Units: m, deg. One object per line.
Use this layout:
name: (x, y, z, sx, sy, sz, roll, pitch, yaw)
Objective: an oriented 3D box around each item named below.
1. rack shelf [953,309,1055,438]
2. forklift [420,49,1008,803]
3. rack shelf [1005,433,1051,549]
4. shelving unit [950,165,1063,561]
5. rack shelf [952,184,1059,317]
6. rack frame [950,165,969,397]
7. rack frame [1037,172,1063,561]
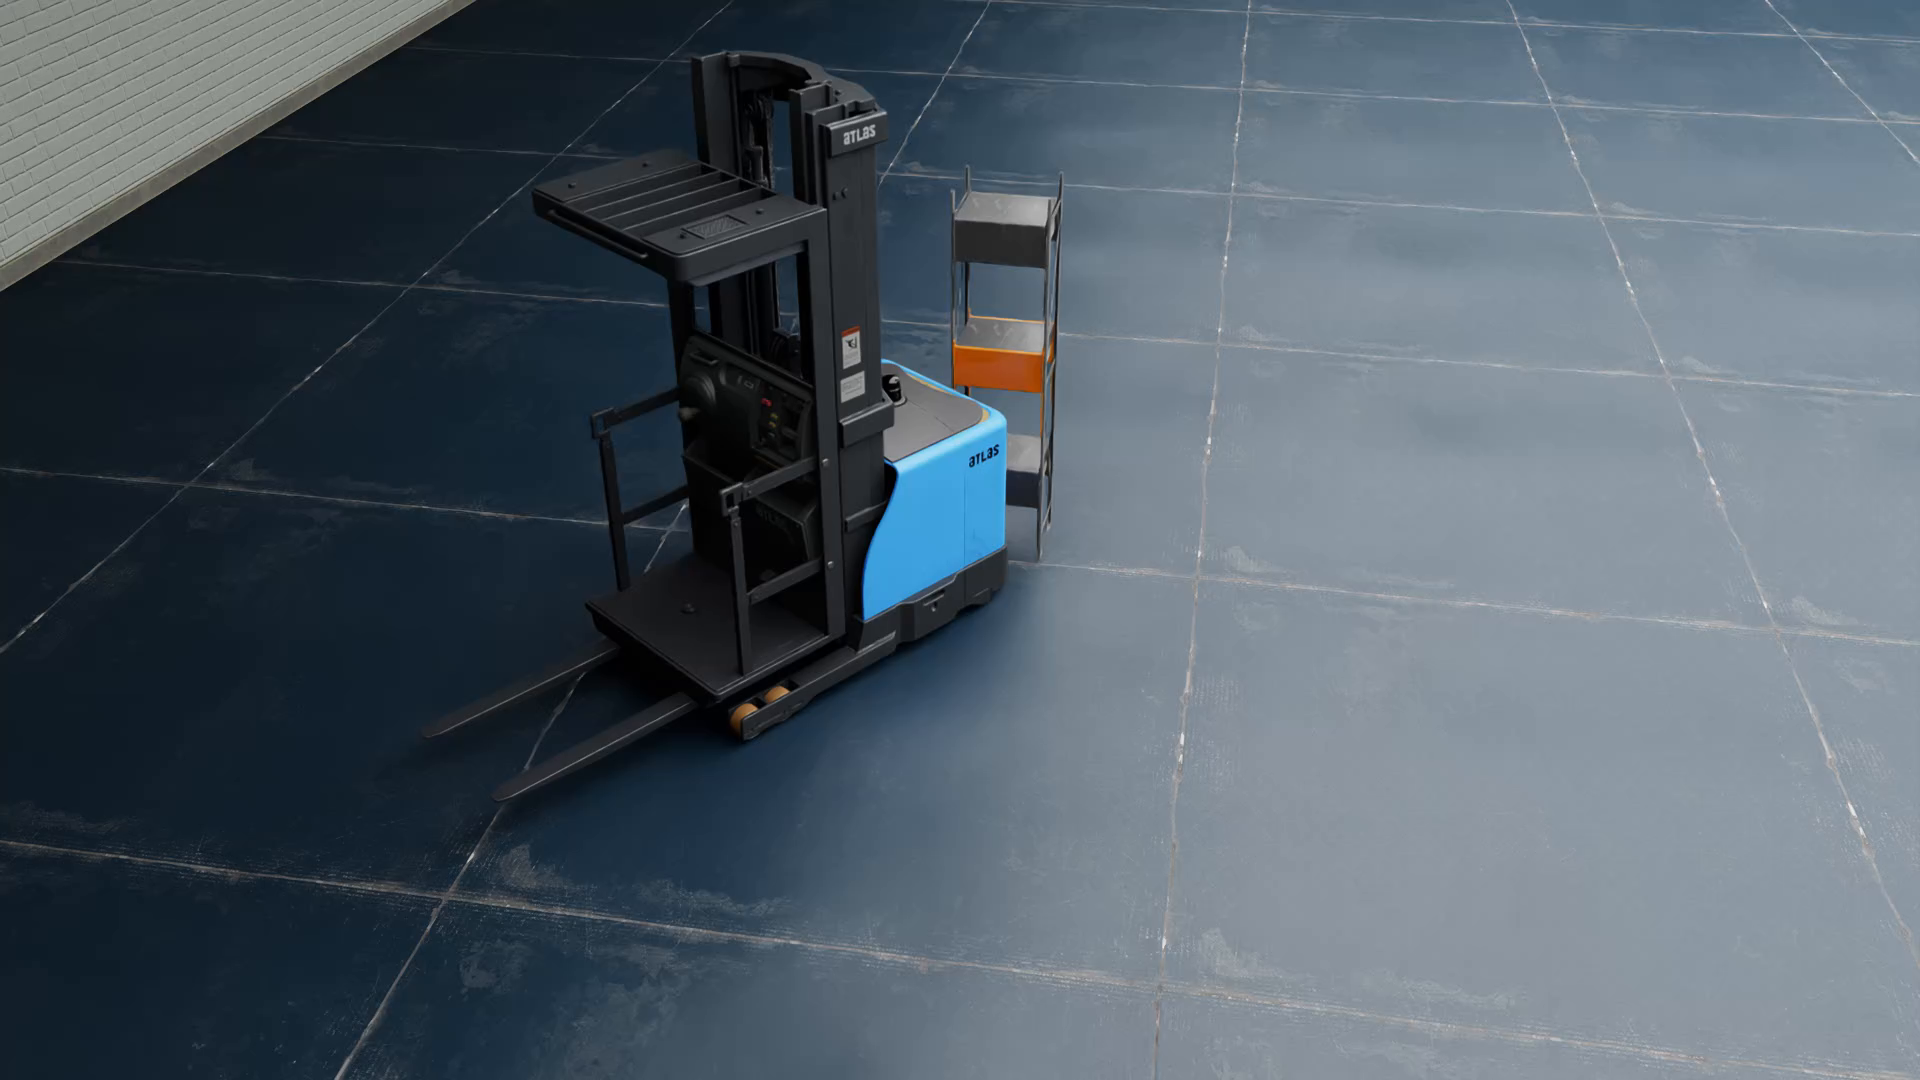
rack shelf: (0.240, -0.895, 8.901, 0.480, 0.518, 0.431, 6, 33, 10)
forklift: (-1.154, -0.606, 7.630, 3.031, 2.935, 1.130, -27, 41, -36)
rack shelf: (0.240, -0.302, 9.272, 0.480, 0.518, 0.431, 6, 33, 10)
shelving unit: (0.240, -0.907, 8.894, 0.503, 2.100, 0.431, 6, 33, 10)
rack shelf: (0.240, -1.489, 8.529, 0.480, 0.518, 0.431, 6, 33, 10)
rack frame: (0.001, -0.933, 8.936, 0.015, 2.100, 0.400, 6, 33, 10)
rack frame: (0.478, -0.880, 8.851, 0.015, 2.100, 0.400, 6, 33, 10)
